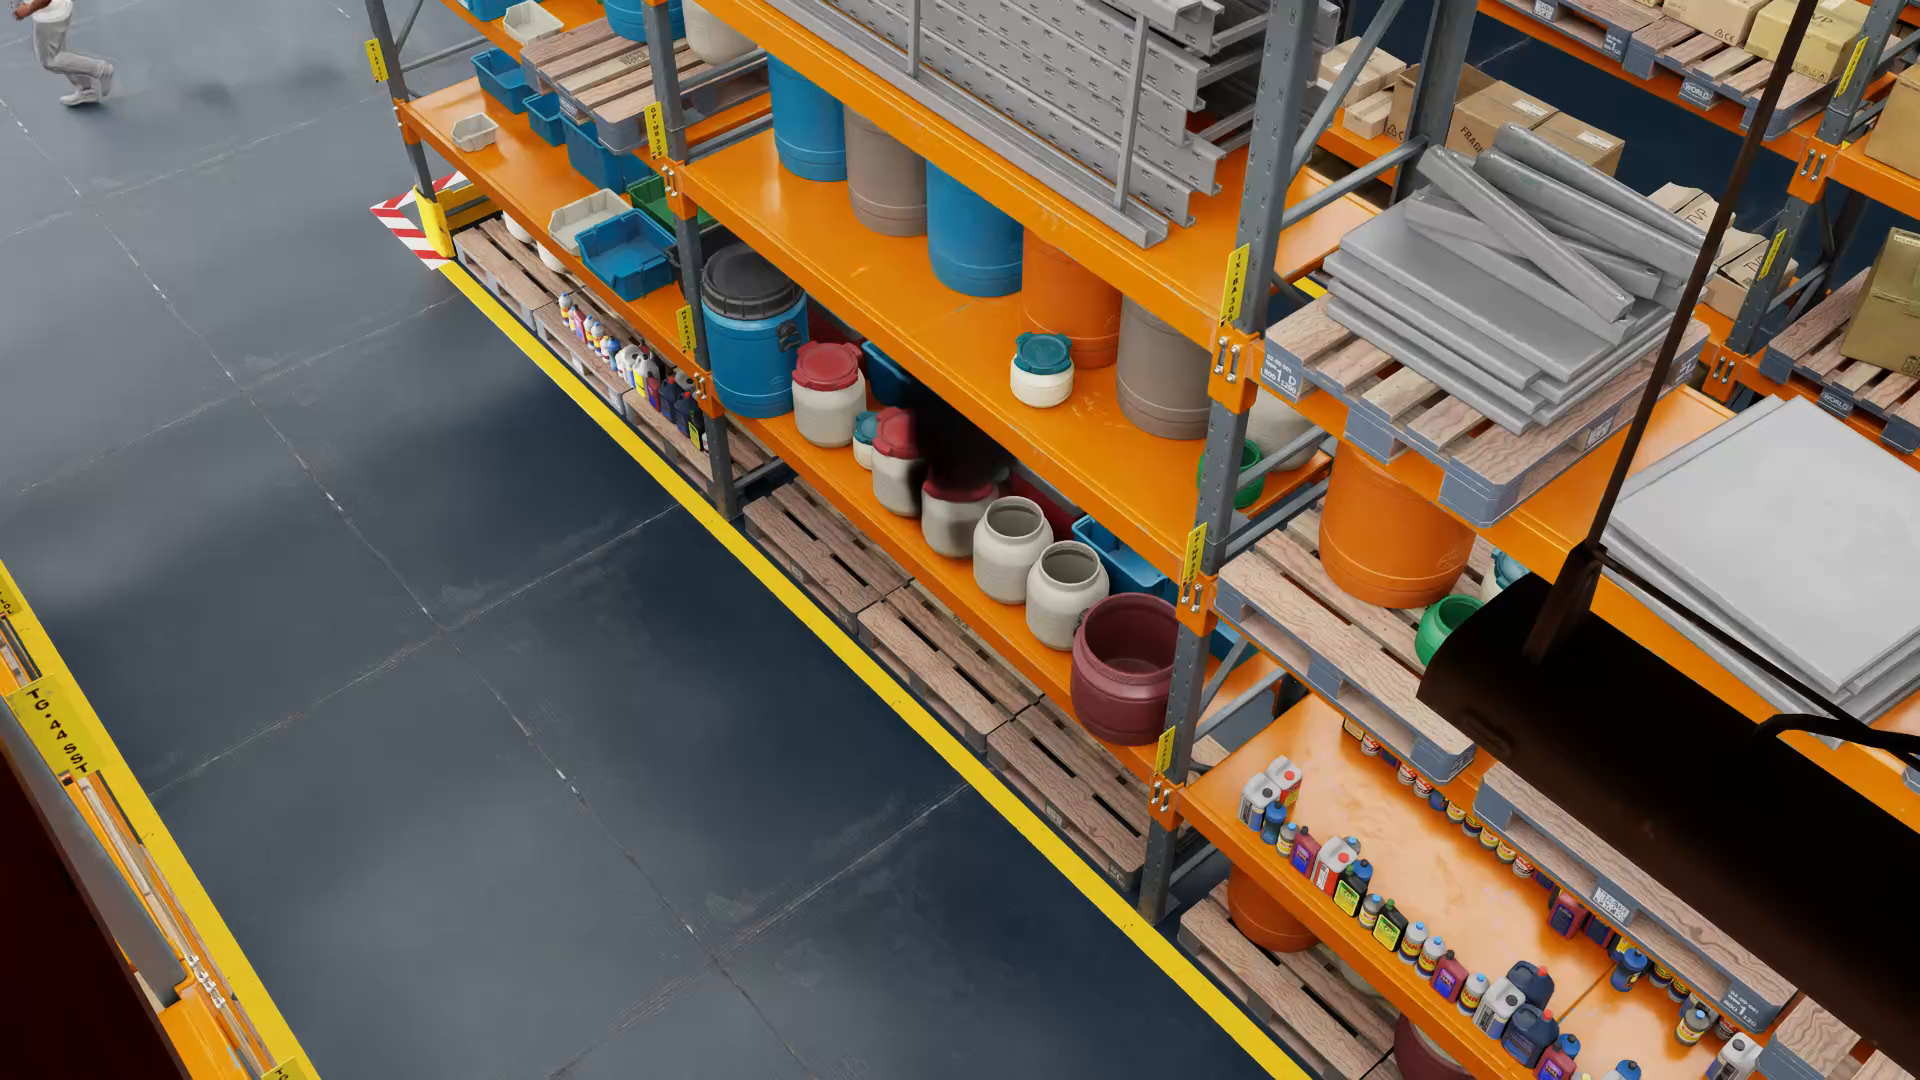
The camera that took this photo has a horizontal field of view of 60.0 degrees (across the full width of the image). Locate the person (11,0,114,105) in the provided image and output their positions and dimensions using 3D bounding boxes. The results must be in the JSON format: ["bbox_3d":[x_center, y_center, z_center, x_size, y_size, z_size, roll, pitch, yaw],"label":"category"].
[{"bbox_3d":[-7.638,-4.481,14.049,0.589,1.720,0.686,-9,47,-8],"label":"person"}]
